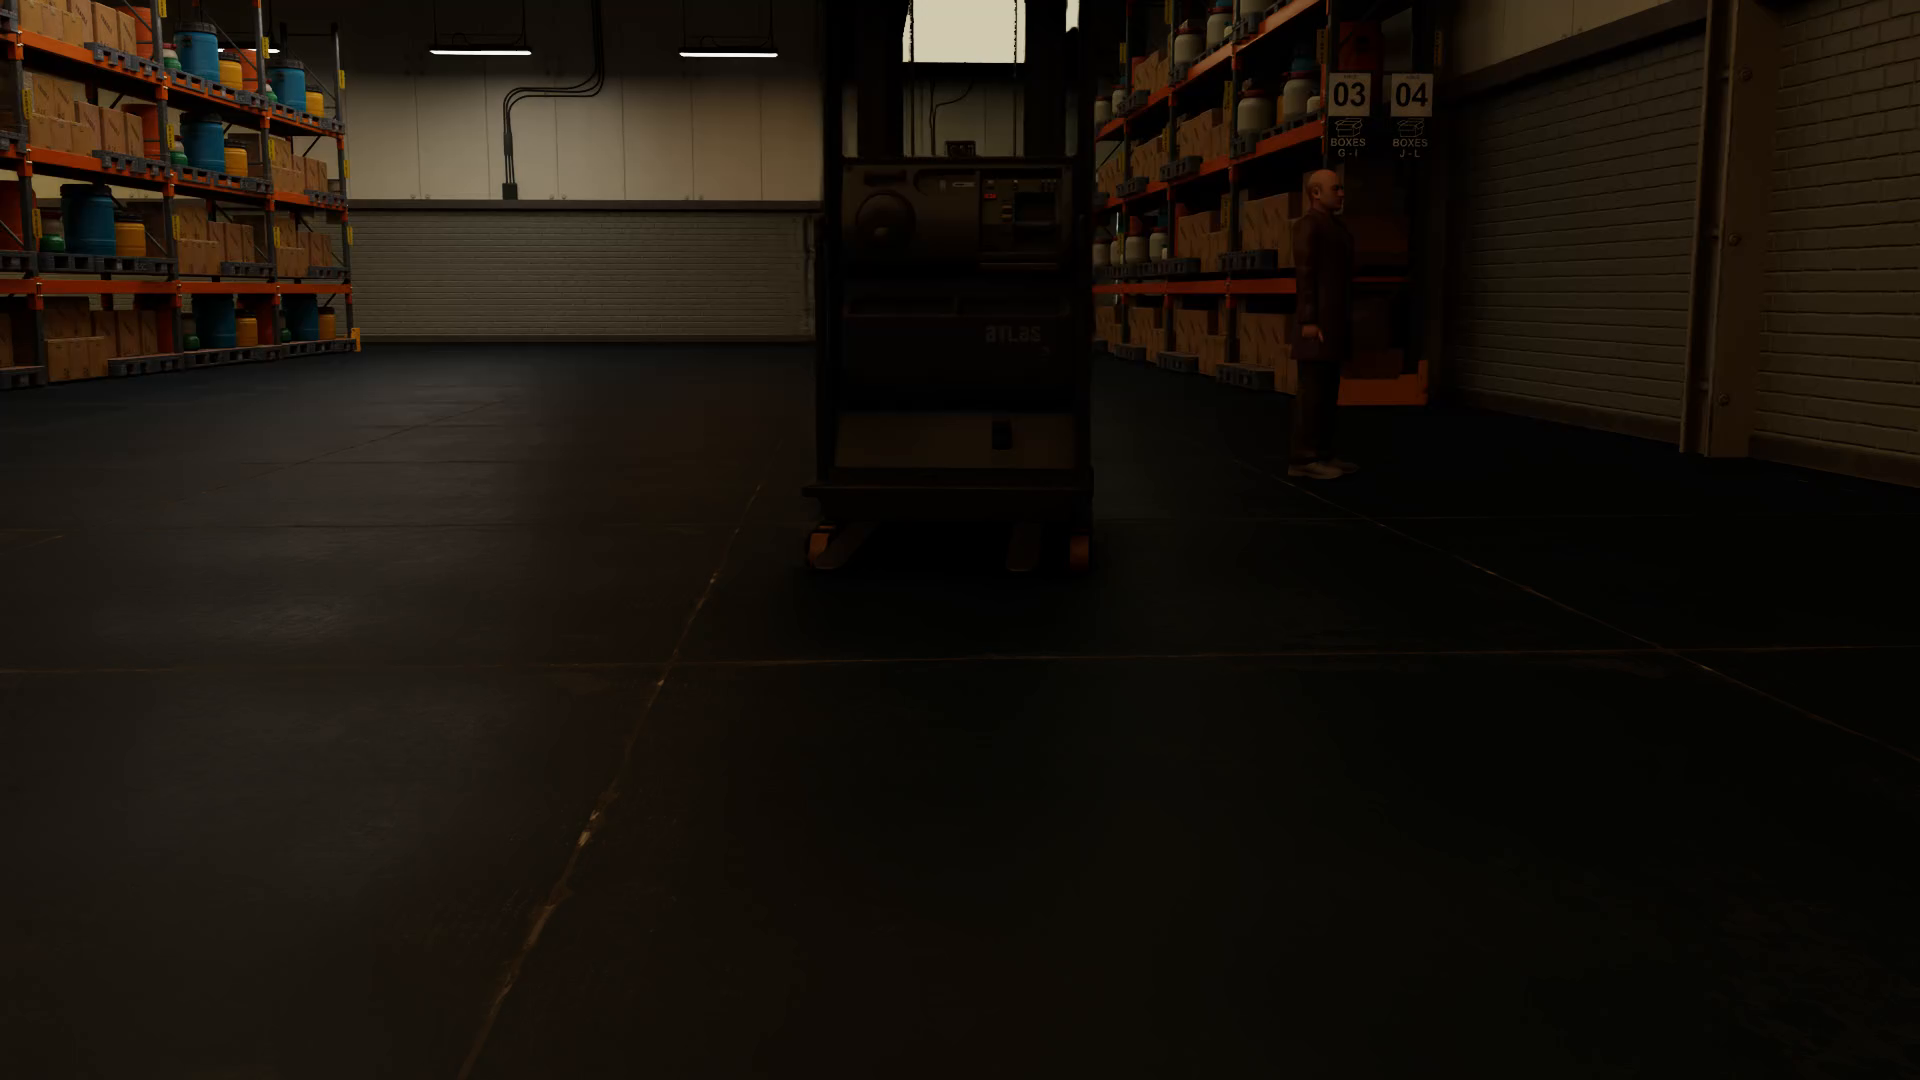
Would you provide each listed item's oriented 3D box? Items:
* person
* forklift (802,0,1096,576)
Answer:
[{"bbox_3d":[2.155,-1.263,9.746,0.384,1.783,0.563,5,10,29],"label":"person"},{"bbox_3d":[-0.022,-1.359,6.483,1.130,2.935,3.031,1,8,3],"label":"forklift"}]
